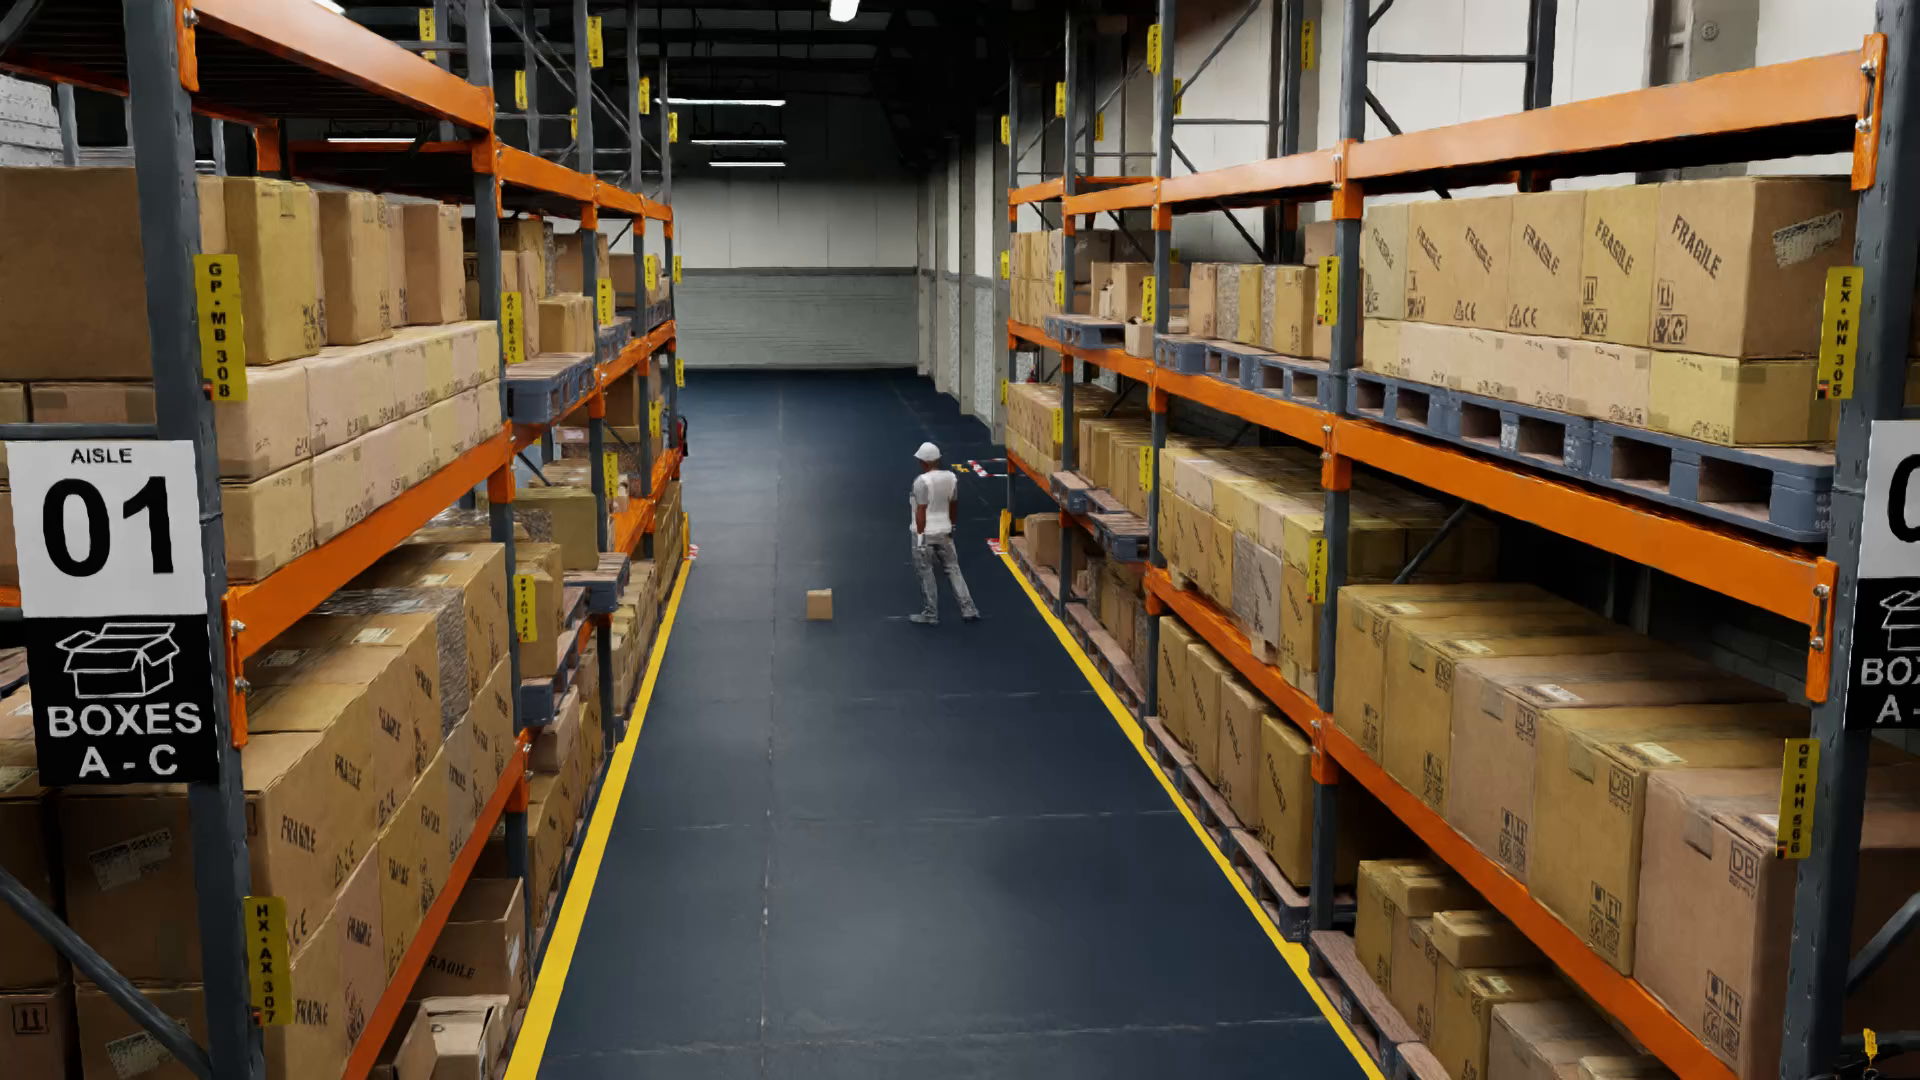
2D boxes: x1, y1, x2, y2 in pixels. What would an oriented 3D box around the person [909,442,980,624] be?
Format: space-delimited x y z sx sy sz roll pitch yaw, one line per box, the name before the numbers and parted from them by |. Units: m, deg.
person | -0.150 -0.075 16.268 0.738 1.779 0.480 -9 13 -41
